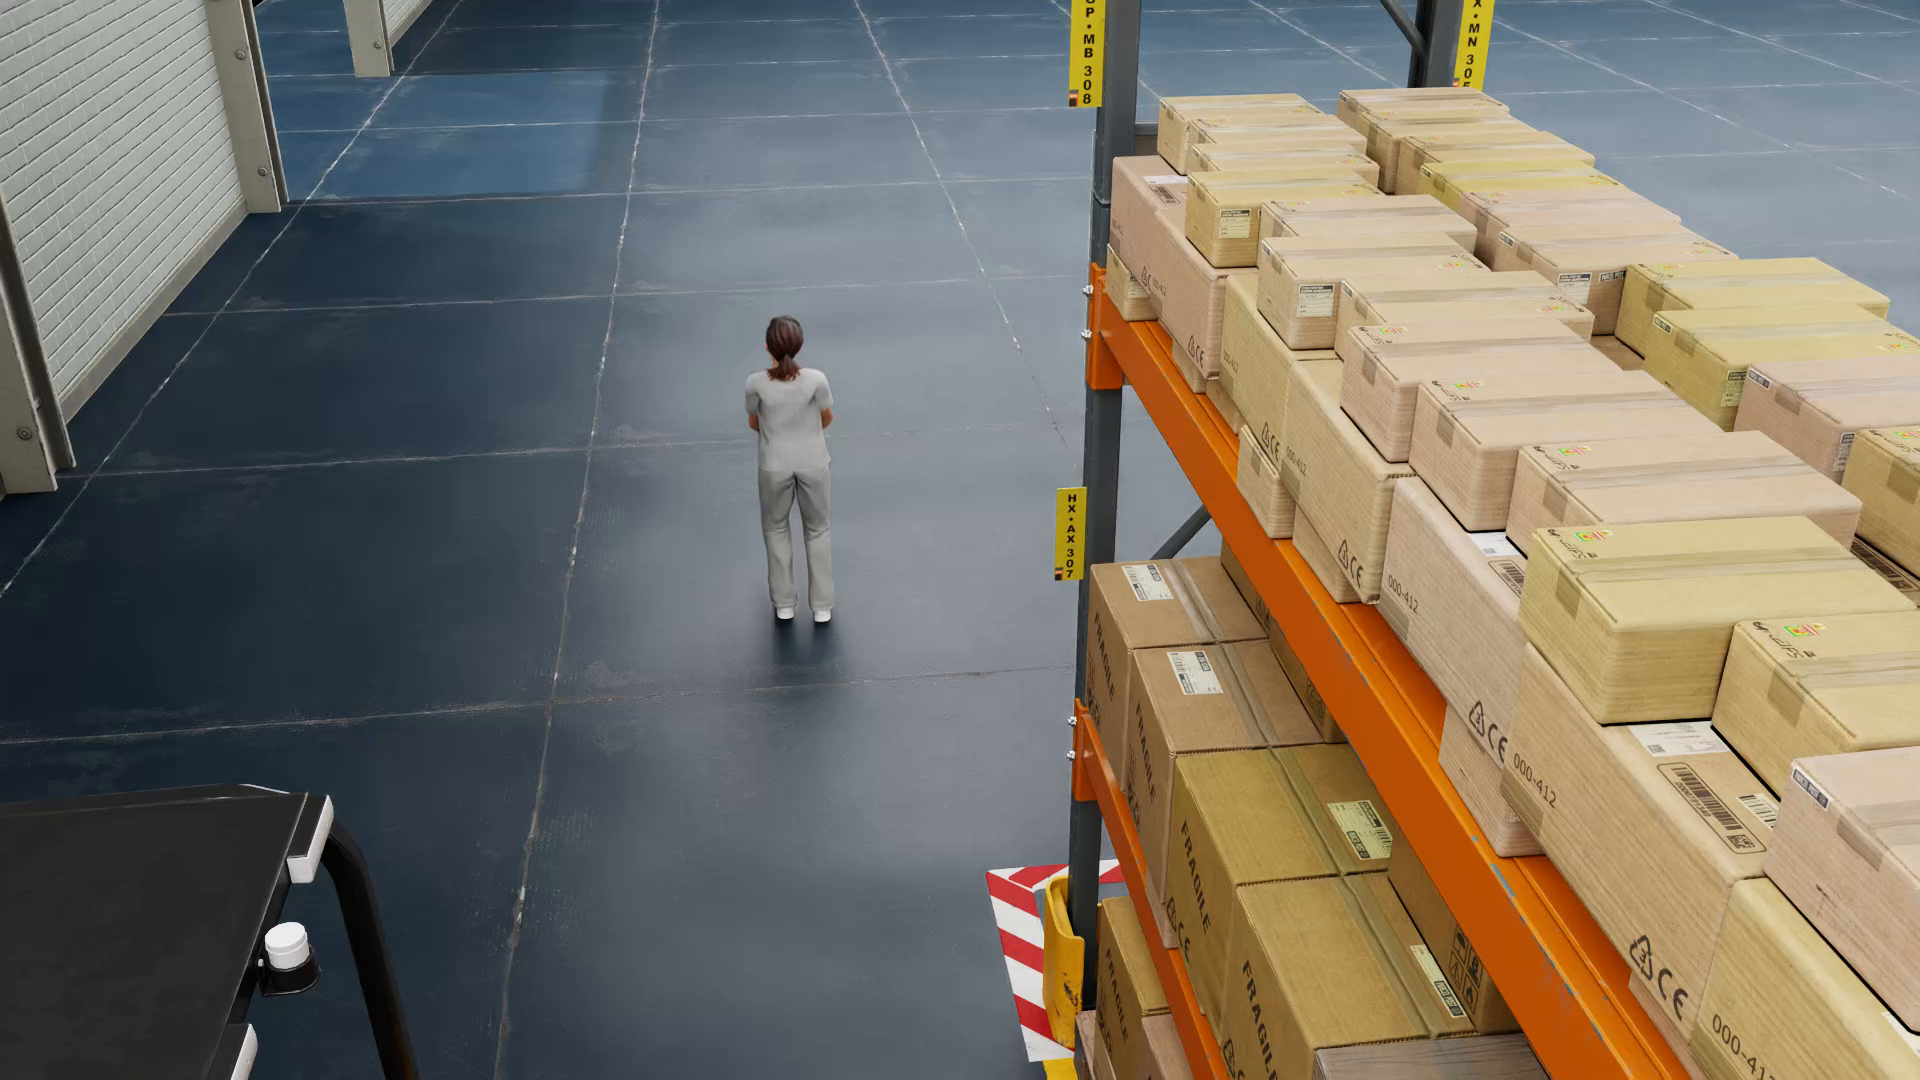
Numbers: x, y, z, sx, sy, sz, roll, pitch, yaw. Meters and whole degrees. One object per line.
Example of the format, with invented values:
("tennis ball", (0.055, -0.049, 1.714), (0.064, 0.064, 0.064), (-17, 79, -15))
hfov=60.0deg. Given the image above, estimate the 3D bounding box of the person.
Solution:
("person", (-0.843, -0.380, 8.372), (0.436, 1.663, 0.560), (-3, 27, -6))
